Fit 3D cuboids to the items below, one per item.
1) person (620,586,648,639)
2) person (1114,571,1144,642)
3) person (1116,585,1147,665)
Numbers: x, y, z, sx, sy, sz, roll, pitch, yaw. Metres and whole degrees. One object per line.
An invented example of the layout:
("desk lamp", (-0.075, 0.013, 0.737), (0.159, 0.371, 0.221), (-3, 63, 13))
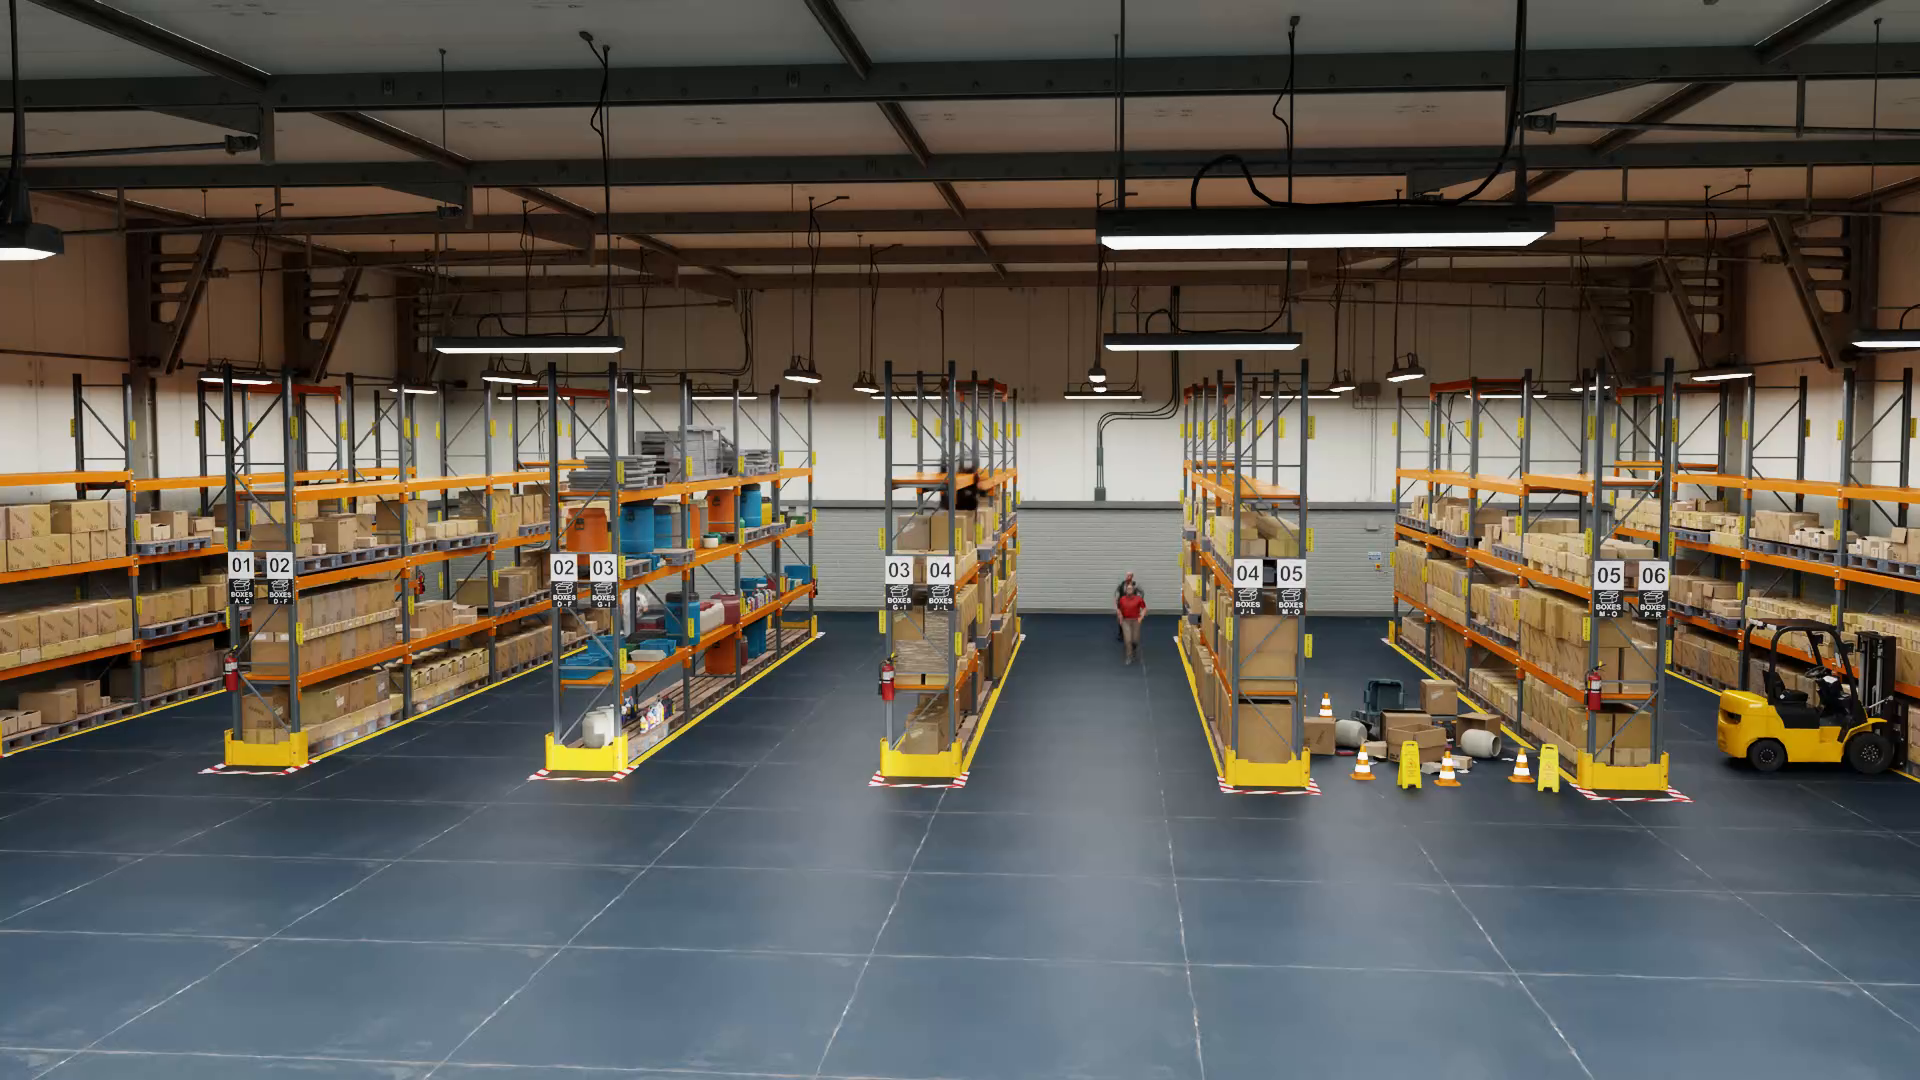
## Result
("person", (-7.143, 1.741, 36.297), (0.674, 1.745, 0.813), (0, 4, -3))
("person", (3.946, 1.585, 39.333), (0.717, 1.701, 0.633), (3, 5, 38))
("person", (3.694, 1.812, 35.853), (0.658, 1.702, 0.612), (1, 4, 12))
